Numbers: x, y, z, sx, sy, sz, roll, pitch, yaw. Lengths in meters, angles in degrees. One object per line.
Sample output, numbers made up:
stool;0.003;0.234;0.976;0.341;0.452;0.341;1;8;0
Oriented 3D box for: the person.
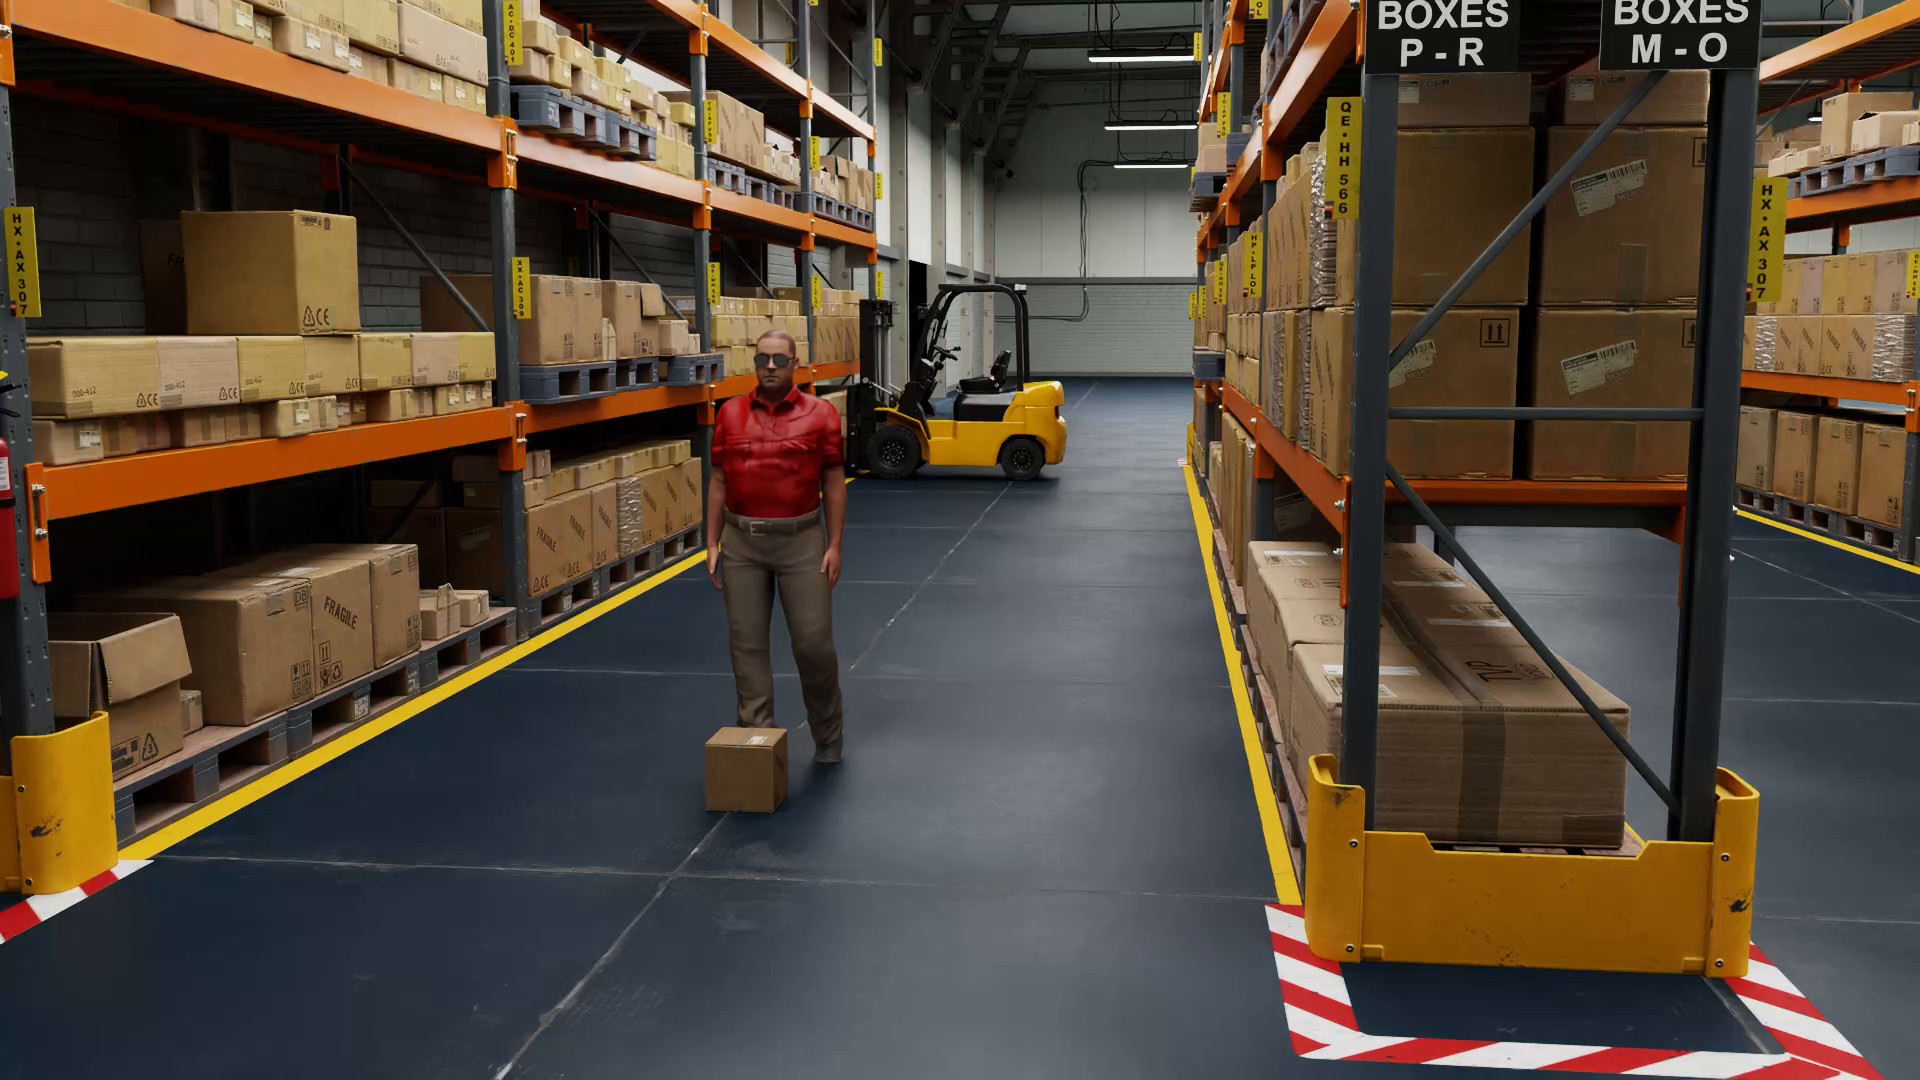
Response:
person;-0.726;0.086;6.504;0.546;1.806;0.481;1;8;7
